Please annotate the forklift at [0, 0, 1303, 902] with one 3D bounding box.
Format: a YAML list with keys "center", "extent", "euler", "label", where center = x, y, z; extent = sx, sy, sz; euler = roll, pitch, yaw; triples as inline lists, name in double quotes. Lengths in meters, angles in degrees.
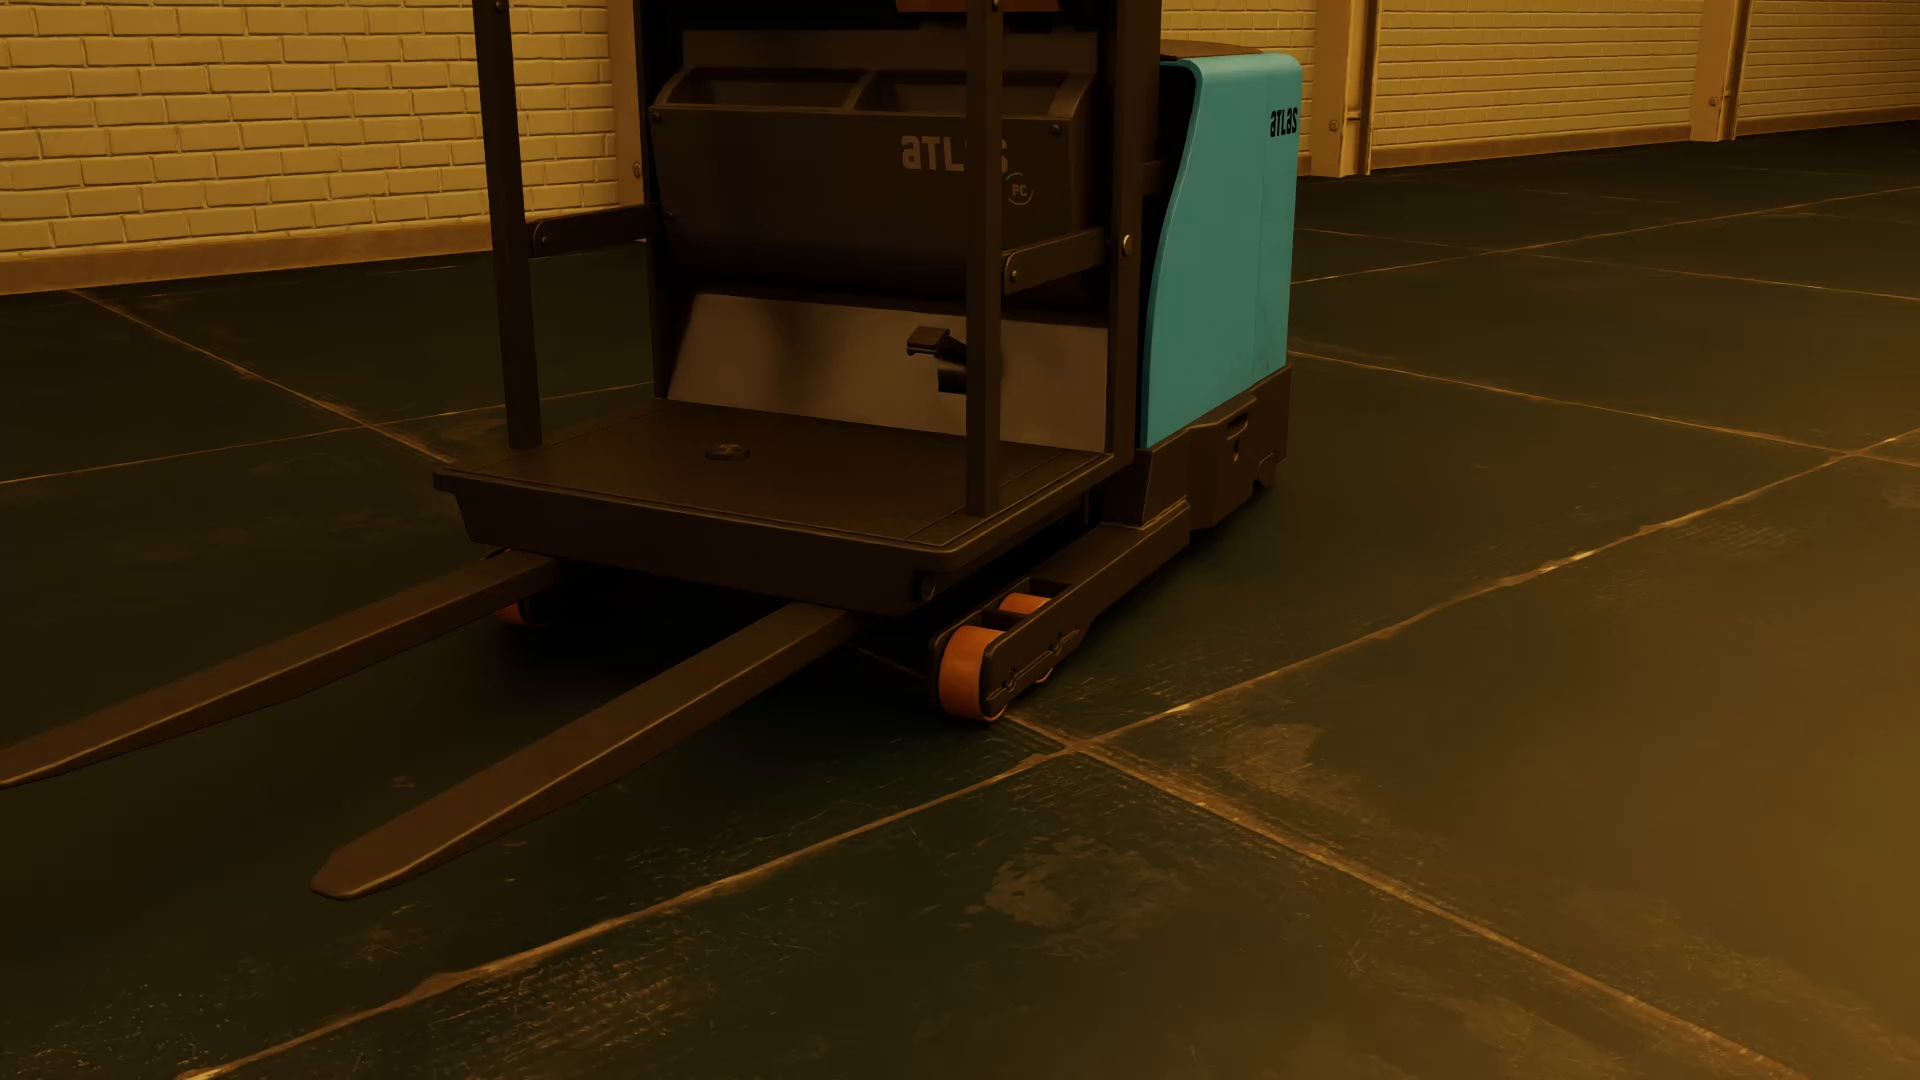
- center: [-0.280, -1.237, 2.895]
  extent: [1.130, 2.935, 3.031]
  euler: [9, 19, 26]
  label: "forklift"
